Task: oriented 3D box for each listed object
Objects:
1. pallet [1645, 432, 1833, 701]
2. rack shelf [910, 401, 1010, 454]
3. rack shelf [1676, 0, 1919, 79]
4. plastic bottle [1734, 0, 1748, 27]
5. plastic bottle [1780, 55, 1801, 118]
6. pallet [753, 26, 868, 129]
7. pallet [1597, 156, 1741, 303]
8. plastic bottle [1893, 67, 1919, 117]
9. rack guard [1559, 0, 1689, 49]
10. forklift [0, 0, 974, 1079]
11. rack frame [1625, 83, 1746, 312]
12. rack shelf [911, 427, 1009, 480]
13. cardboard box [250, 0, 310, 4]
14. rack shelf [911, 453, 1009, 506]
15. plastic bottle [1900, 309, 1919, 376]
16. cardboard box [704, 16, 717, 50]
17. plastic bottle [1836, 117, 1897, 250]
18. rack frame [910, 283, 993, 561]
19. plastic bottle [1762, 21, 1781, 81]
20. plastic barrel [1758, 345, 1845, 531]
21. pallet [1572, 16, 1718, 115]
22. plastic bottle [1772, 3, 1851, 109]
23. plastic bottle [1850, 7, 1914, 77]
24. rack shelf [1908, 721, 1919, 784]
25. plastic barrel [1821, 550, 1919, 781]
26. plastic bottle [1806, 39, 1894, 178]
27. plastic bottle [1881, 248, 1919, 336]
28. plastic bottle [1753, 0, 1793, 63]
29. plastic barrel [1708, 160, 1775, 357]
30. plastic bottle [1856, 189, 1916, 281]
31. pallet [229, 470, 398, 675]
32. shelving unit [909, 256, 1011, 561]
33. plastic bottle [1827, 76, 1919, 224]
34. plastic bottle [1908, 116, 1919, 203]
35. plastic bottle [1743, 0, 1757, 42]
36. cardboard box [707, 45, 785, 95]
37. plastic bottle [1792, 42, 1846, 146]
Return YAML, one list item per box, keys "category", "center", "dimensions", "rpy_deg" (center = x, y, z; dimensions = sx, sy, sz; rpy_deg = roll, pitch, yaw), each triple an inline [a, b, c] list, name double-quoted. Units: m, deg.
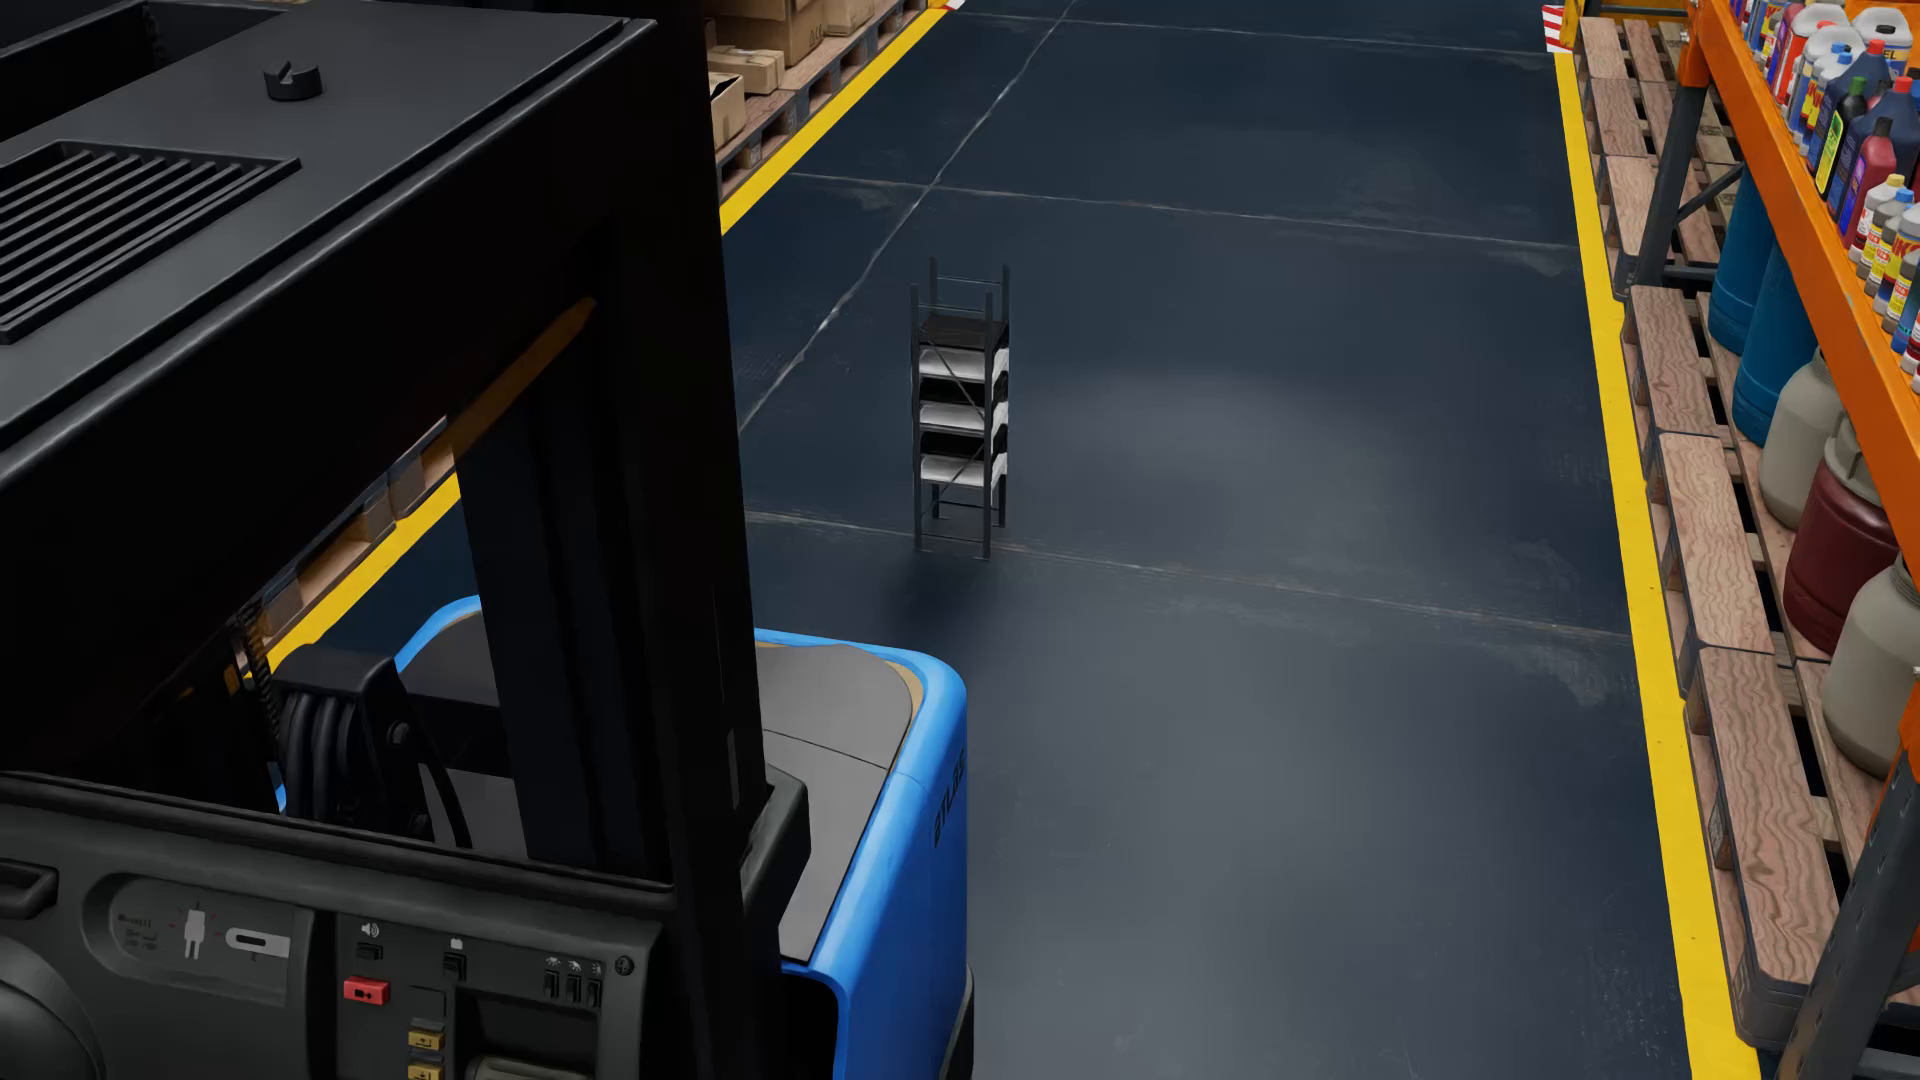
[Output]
- category: "pallet"
  center: [2.608, 0.114, 4.874]
  dimensions: [1.003, 0.211, 1.213]
  rpy_deg: [8, 33, 12]
- category: "rack shelf"
  center: [0.002, -0.356, 5.033]
  dimensions: [0.258, 0.077, 0.200]
  rpy_deg: [8, 33, 12]
- category: "rack shelf"
  center: [3.659, -2.827, 7.572]
  dimensions: [1.077, 0.370, 4.000]
  rpy_deg: [8, 33, 12]
- category: "plastic bottle"
  center: [2.612, -1.842, 5.460]
  dimensions: [0.061, 0.283, 0.133]
  rpy_deg: [8, 33, 12]
- category: "plastic bottle"
  center: [2.375, -1.284, 4.658]
  dimensions: [0.097, 0.201, 0.097]
  rpy_deg: [0, 32, 0]
- category: "pallet"
  center: [-1.156, -2.584, 9.117]
  dimensions: [1.003, 0.211, 1.213]
  rpy_deg: [8, 33, 12]
- category: "pallet"
  center: [3.301, -1.303, 7.103]
  dimensions: [1.003, 0.211, 1.213]
  rpy_deg: [8, 33, 12]
- category: "plastic bottle"
  center: [2.406, -1.072, 4.261]
  dimensions: [0.097, 0.271, 0.097]
  rpy_deg: [0, 32, 0]
- category: "rack guard"
  center: [4.160, -3.128, 9.704]
  dimensions: [1.175, 0.500, 0.348]
  rpy_deg: [8, 33, 12]
- category: "forklift"
  center: [-0.815, 0.581, 1.604]
  dimensions: [1.130, 2.935, 3.031]
  rpy_deg: [7, 33, 11]
- category: "rack frame"
  center: [3.152, -2.093, 5.746]
  dimensions: [1.000, 3.000, 0.127]
  rpy_deg: [8, 33, 12]
- category: "rack shelf"
  center: [0.002, -0.280, 5.081]
  dimensions: [0.258, 0.077, 0.200]
  rpy_deg: [8, 33, 12]
- category: "cardboard box"
  center: [-2.186, -1.704, 4.649]
  dimensions: [0.700, 0.500, 0.500]
  rpy_deg: [14, 35, 21]
- category: "rack shelf"
  center: [0.002, -0.204, 5.130]
  dimensions: [0.258, 0.077, 0.200]
  rpy_deg: [8, 33, 12]
- category: "plastic bottle"
  center: [1.957, -0.429, 3.314]
  dimensions: [0.097, 0.201, 0.097]
  rpy_deg: [0, 32, 0]
- category: "cardboard box"
  center: [-1.578, -2.544, 8.551]
  dimensions: [0.500, 0.311, 0.500]
  rpy_deg: [8, 33, 12]
- category: "plastic bottle"
  center: [2.117, -0.829, 3.867]
  dimensions: [0.061, 0.283, 0.133]
  rpy_deg: [8, 33, 12]
- category: "rack frame"
  center: [-0.024, -0.331, 4.932]
  dimensions: [0.240, 0.900, 0.006]
  rpy_deg: [8, 33, 12]
- category: "plastic bottle"
  center: [2.468, -1.473, 4.957]
  dimensions: [0.097, 0.201, 0.097]
  rpy_deg: [0, 32, 0]
- category: "plastic barrel"
  center: [2.588, -0.292, 4.841]
  dimensions: [0.421, 0.512, 0.421]
  rpy_deg: [0, 32, 0]
- category: "pallet"
  center: [3.920, -2.569, 9.094]
  dimensions: [1.003, 0.211, 1.213]
  rpy_deg: [8, 33, 12]
- category: "plastic bottle"
  center: [2.431, -1.372, 4.727]
  dimensions: [0.152, 0.276, 0.135]
  rpy_deg: [8, 33, 12]
- category: "plastic bottle"
  center: [2.578, -1.351, 4.695]
  dimensions: [0.152, 0.276, 0.135]
  rpy_deg: [8, 33, 12]
- category: "rack shelf"
  center: [1.629, 1.324, 1.041]
  dimensions: [1.077, 0.370, 4.000]
  rpy_deg: [8, 33, 12]
- category: "plastic barrel"
  center: [2.301, 0.294, 3.919]
  dimensions: [0.421, 0.512, 0.421]
  rpy_deg: [0, 32, 0]
- category: "plastic bottle"
  center: [2.278, -1.099, 4.229]
  dimensions: [0.144, 0.351, 0.185]
  rpy_deg: [8, 33, 12]
- category: "plastic bottle"
  center: [2.006, -0.530, 3.473]
  dimensions: [0.097, 0.201, 0.097]
  rpy_deg: [0, 32, 0]
- category: "plastic bottle"
  center: [2.517, -1.604, 5.097]
  dimensions: [0.097, 0.271, 0.097]
  rpy_deg: [0, 32, 0]
- category: "plastic barrel"
  center: [2.997, -1.104, 5.756]
  dimensions: [0.600, 0.901, 0.708]
  rpy_deg: [8, 33, 12]
- category: "plastic bottle"
  center: [2.080, -0.681, 3.711]
  dimensions: [0.097, 0.201, 0.097]
  rpy_deg: [0, 32, 0]
- category: "pallet"
  center: [-2.428, 0.101, 4.894]
  dimensions: [1.003, 0.211, 1.213]
  rpy_deg: [8, 33, 12]
- category: "shelving unit"
  center: [0.002, -0.384, 5.015]
  dimensions: [0.258, 0.900, 0.210]
  rpy_deg: [8, 33, 12]
- category: "plastic bottle"
  center: [2.197, -0.934, 3.970]
  dimensions: [0.144, 0.351, 0.185]
  rpy_deg: [8, 33, 12]
- category: "plastic bottle"
  center: [2.303, -0.905, 3.987]
  dimensions: [0.061, 0.283, 0.133]
  rpy_deg: [8, 33, 12]
- category: "plastic bottle"
  center: [2.576, -1.724, 5.286]
  dimensions: [0.097, 0.271, 0.097]
  rpy_deg: [0, 32, 0]
- category: "cardboard box"
  center: [-1.113, -2.398, 8.456]
  dimensions: [0.380, 0.166, 0.250]
  rpy_deg: [8, 33, 12]
- category: "plastic bottle"
  center: [2.316, -1.193, 4.450]
  dimensions: [0.097, 0.271, 0.097]
  rpy_deg: [0, 32, 0]
